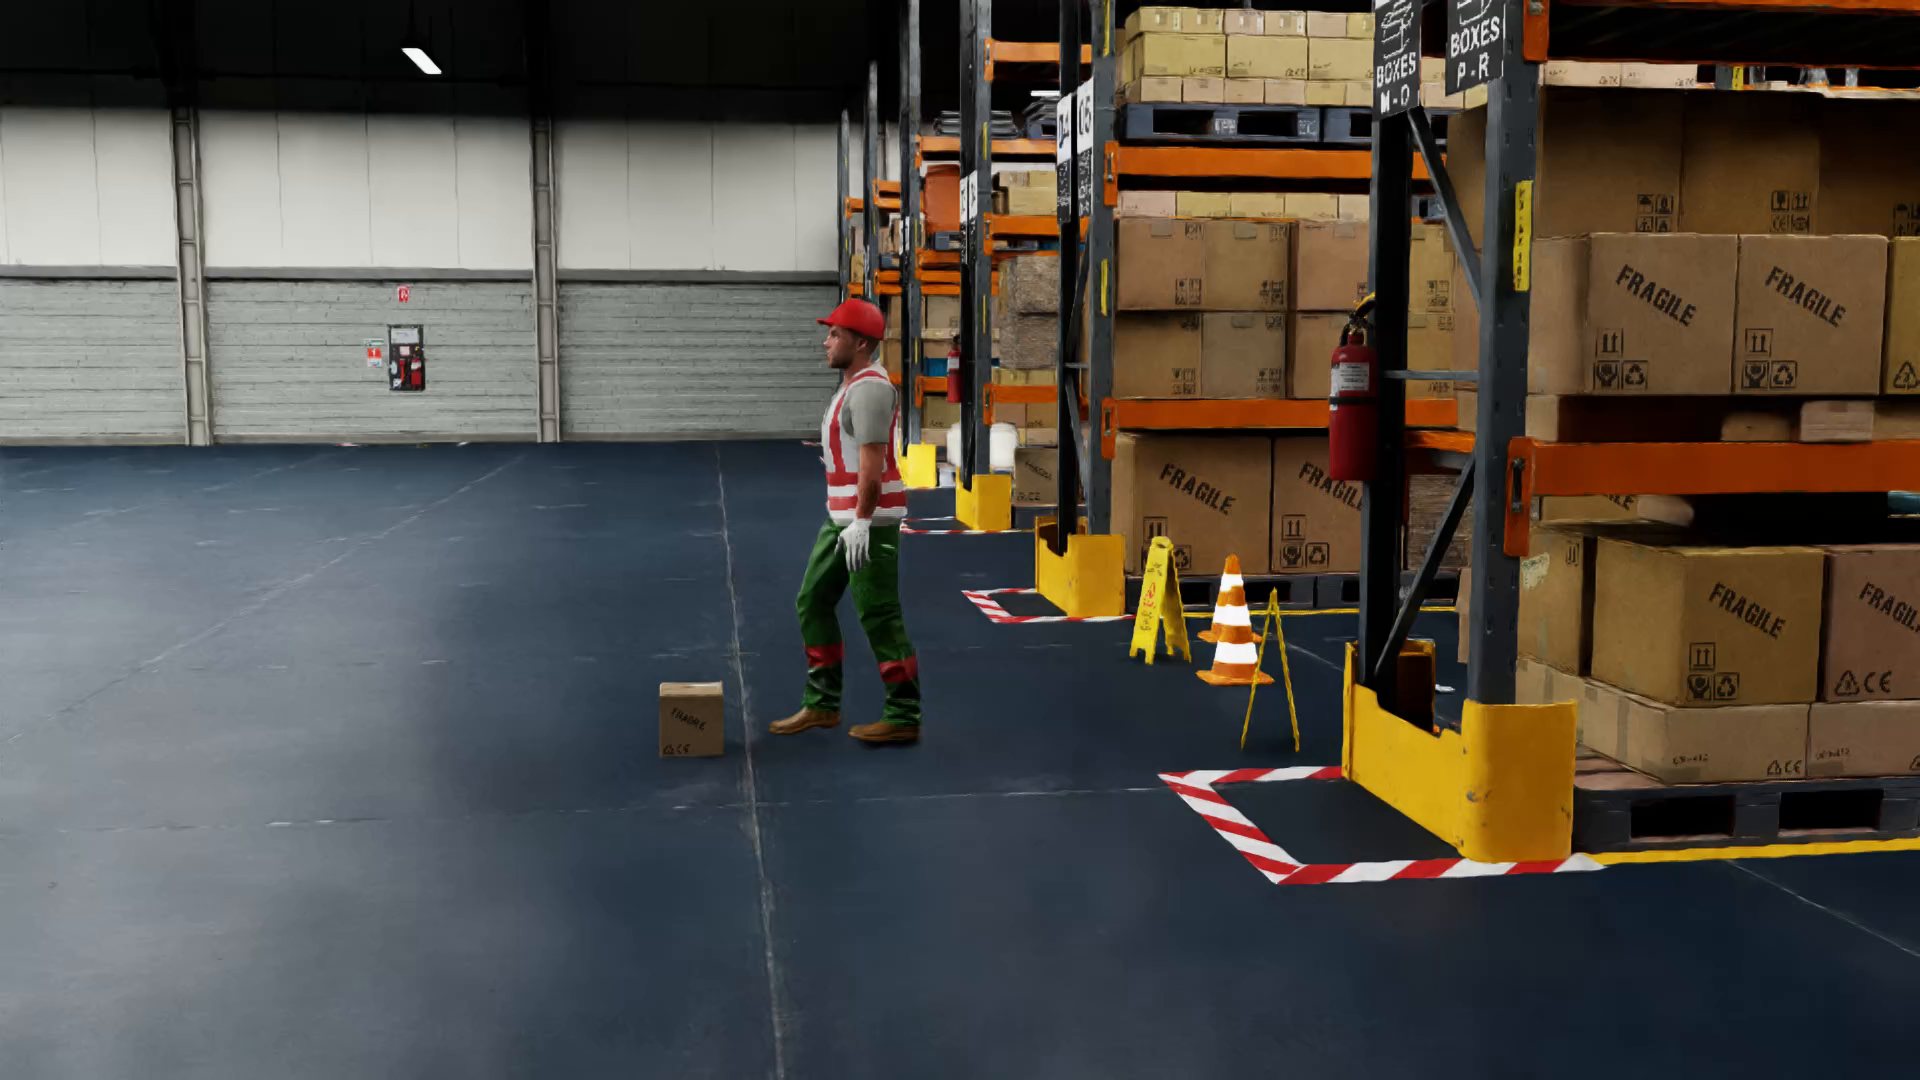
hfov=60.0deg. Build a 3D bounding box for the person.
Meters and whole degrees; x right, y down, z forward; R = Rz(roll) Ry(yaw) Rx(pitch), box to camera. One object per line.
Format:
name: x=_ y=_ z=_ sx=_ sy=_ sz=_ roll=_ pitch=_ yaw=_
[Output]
person: x=-0.454 y=-0.071 z=6.680 sx=0.604 sy=1.779 sz=0.543 roll=-1 pitch=7 yaw=-13
